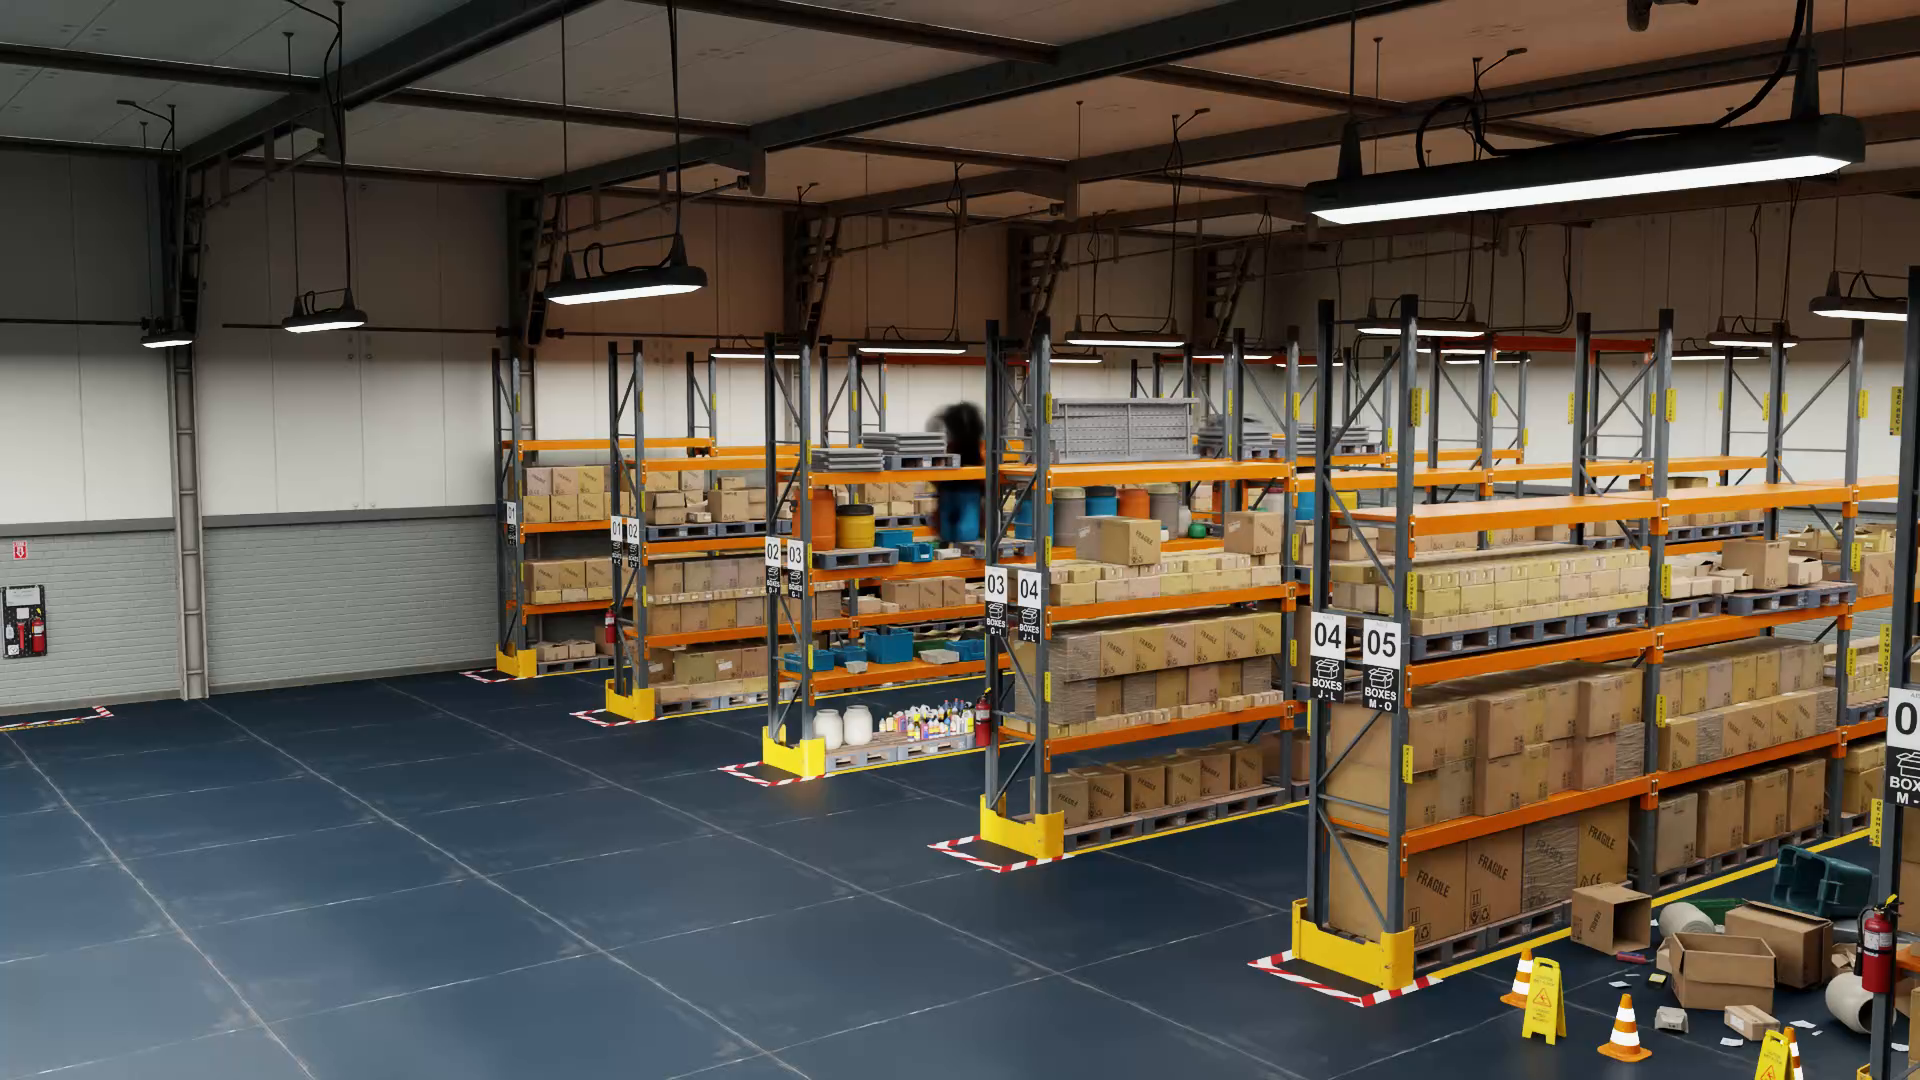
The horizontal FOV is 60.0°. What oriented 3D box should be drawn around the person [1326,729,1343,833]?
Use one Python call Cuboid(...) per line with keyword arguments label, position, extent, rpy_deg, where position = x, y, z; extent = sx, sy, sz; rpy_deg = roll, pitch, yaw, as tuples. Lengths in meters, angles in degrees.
Cuboid(label="person", position=(4.339, 2.681, 18.742), extent=(0.607, 1.620, 0.795), rpy_deg=(5, 7, 43))
